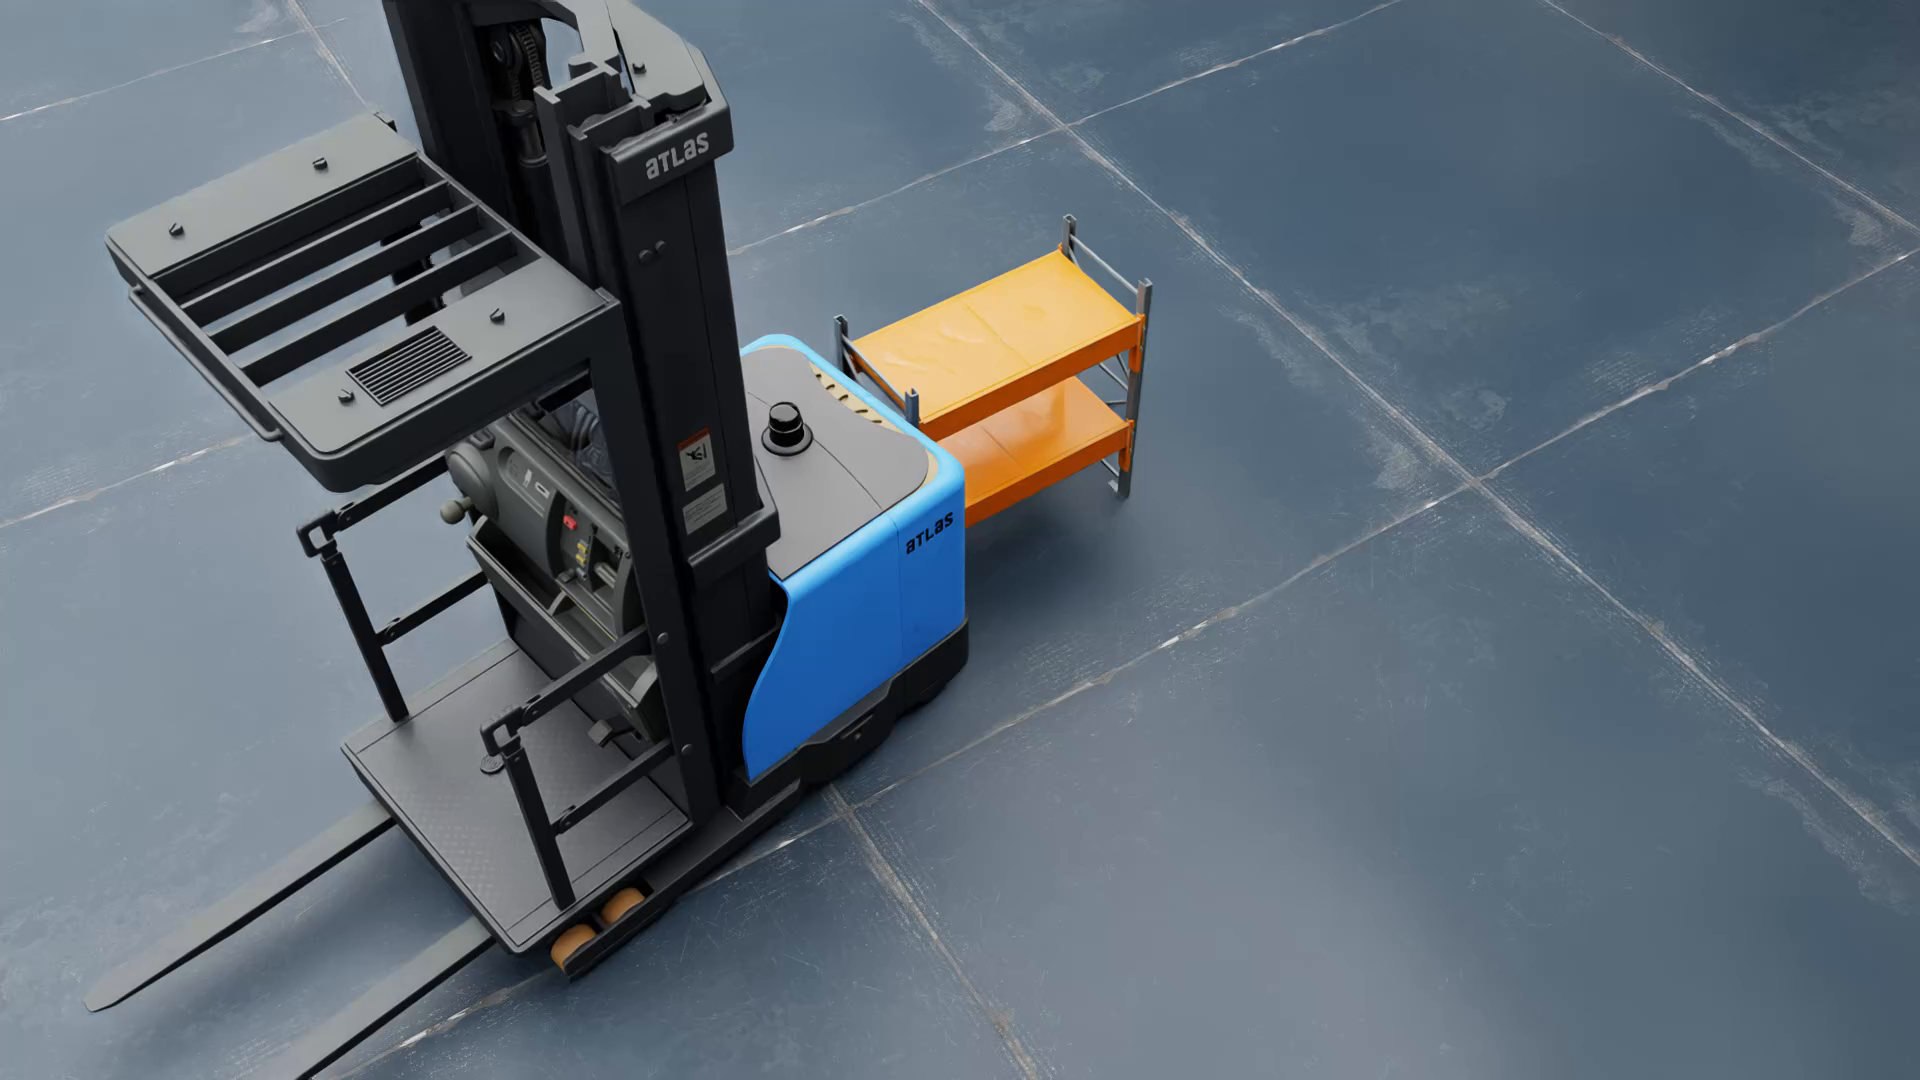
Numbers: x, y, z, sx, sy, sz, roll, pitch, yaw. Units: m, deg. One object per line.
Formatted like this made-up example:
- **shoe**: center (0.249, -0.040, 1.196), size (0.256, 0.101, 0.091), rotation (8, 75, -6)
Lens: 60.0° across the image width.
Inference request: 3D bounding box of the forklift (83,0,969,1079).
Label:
- **forklift**: center (-1.382, -0.004, 4.737), size (3.031, 2.935, 1.130), rotation (-35, 57, -27)

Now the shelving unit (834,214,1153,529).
- **shelving unit**: center (0.125, -0.484, 6.373), size (1.048, 1.125, 0.538), rotation (-27, 54, -22)

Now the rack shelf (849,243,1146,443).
- **rack shelf**: center (0.125, -0.679, 6.155), size (1.000, 0.278, 0.538), rotation (-27, 54, -22)

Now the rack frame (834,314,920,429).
- **rack frame**: center (-0.293, -0.268, 6.181), size (0.032, 1.125, 0.500), rotation (-27, 54, -22)

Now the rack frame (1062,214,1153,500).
- **rack frame**: center (0.544, -0.700, 6.565), size (0.032, 1.125, 0.500), rotation (-27, 54, -22)

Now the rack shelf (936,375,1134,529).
- **rack shelf**: center (0.125, -0.321, 6.556), size (1.000, 0.278, 0.538), rotation (-27, 54, -22)
